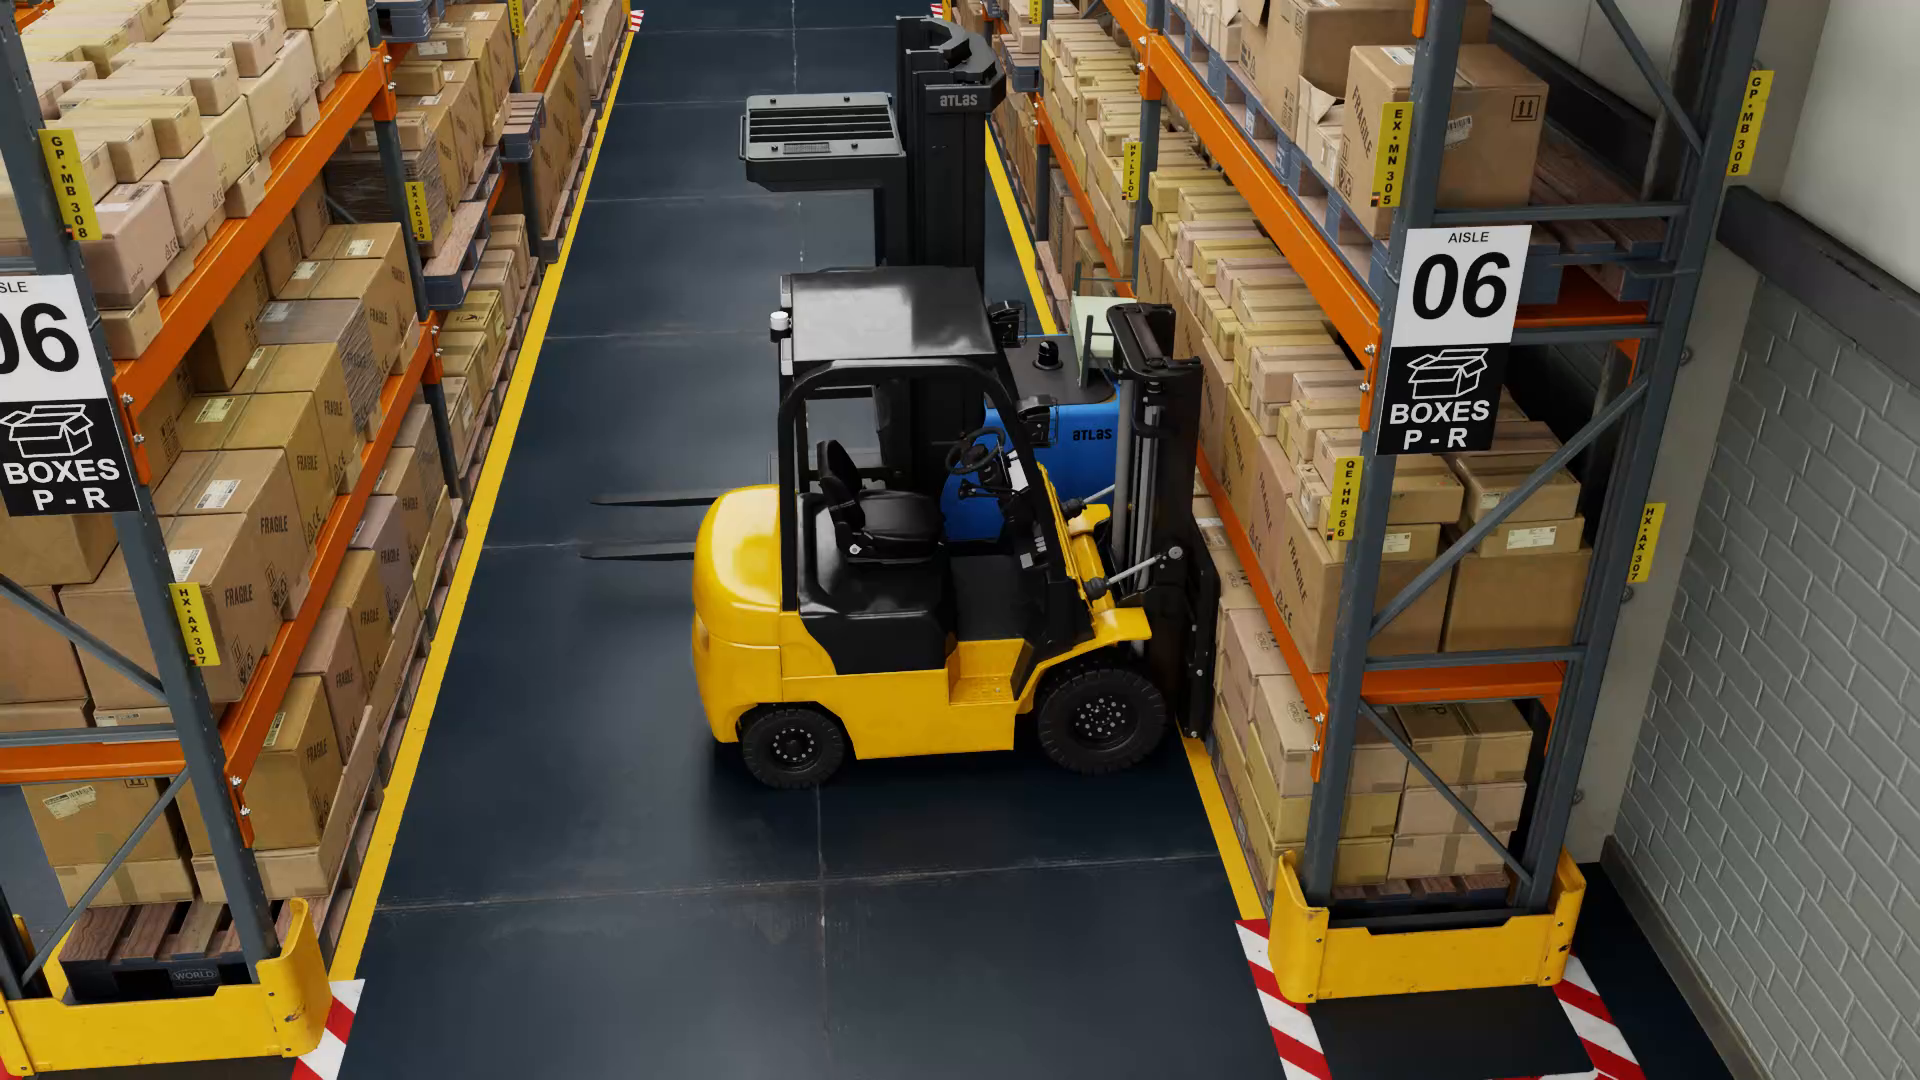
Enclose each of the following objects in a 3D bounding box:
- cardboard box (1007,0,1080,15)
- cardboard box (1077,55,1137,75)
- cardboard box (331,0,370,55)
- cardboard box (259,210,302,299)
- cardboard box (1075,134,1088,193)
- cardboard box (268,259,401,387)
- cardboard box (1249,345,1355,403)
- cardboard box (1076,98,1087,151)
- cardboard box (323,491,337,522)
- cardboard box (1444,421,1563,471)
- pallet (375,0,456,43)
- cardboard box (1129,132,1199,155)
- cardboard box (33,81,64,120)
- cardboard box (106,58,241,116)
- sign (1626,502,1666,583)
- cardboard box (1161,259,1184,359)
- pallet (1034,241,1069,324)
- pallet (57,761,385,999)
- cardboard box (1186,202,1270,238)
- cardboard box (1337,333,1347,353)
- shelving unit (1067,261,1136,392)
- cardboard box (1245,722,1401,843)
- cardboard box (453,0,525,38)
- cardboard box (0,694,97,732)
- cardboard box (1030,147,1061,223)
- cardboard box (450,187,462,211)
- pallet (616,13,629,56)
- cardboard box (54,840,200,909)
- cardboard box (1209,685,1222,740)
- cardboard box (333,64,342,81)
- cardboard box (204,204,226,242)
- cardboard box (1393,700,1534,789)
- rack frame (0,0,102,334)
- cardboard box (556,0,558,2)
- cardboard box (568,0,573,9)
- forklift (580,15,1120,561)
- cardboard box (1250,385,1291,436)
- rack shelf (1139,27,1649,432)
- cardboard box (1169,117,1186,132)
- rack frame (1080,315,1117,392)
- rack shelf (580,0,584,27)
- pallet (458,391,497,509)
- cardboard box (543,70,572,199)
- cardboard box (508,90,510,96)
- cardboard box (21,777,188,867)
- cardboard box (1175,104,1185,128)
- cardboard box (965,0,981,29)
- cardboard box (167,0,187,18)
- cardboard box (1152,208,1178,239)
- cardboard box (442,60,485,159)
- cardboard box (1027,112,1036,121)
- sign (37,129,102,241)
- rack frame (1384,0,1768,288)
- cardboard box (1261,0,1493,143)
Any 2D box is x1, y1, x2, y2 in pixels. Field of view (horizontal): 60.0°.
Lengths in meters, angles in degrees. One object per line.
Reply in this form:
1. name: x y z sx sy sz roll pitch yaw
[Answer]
1. cardboard box: 0.779 -4.694 14.174 0.797 0.503 0.637 -3 31 -6
2. cardboard box: 1.018 -3.263 11.559 0.380 0.149 0.250 -2 31 -4
3. cardboard box: -3.142 -2.501 7.943 0.500 0.250 0.500 -3 31 -5
4. cardboard box: -3.601 -1.466 7.917 0.700 0.500 0.500 -3 31 -4
5. cardboard box: 1.058 -2.558 11.253 0.500 0.250 0.500 -2 31 -3
6. cardboard box: -3.108 -1.056 8.206 0.500 0.500 0.500 -2 31 -3
7. cardboard box: 1.431 -0.697 6.973 0.380 0.149 0.250 -2 31 -3
8. cardboard box: 1.064 -2.773 11.127 0.500 0.250 0.500 -2 31 -4
9. cardboard box: -3.001 -0.194 7.395 0.380 0.149 0.250 -4 31 -6
10. cardboard box: 2.082 -0.330 6.358 0.380 0.149 0.250 -2 31 -3
11. pallet: -3.404 -2.890 8.922 1.213 0.211 1.003 -3 31 -5
12. cardboard box: 1.224 -2.346 10.023 0.380 0.149 0.250 -3 31 -5
13. cardboard box: -3.420 -1.522 5.915 0.380 0.149 0.250 -3 31 -5
14. cardboard box: -2.921 -1.684 6.186 0.380 0.149 0.250 -2 31 -3
15. sign: 2.416 0.010 5.886 0.100 0.325 0.005 -3 31 -5
16. cardboard box: 1.336 -1.141 8.639 0.500 0.500 0.500 -2 31 -4
17. pallet: 1.154 -2.025 12.936 1.003 0.211 1.213 -3 31 -5
18. pallet: -3.126 1.421 7.165 1.003 0.211 1.213 -3 31 -5
19. cardboard box: 1.371 -1.616 8.510 0.380 0.149 0.250 -3 31 -6
20. cardboard box: 1.920 -0.985 7.745 0.380 0.149 0.250 -4 31 -6
21. shelving unit: 0.826 -0.739 9.497 0.431 1.500 0.755 2 32 -3
22. cardboard box: 1.507 0.992 6.949 0.500 0.250 0.500 -3 31 -5
23. cardboard box: -3.628 -4.141 12.685 0.500 0.500 0.500 -4 31 -6
24. cardboard box: -3.326 0.607 6.055 0.380 0.149 0.250 -2 31 -3
25. cardboard box: 0.862 -2.958 13.805 0.500 0.500 0.500 -2 31 -3
26. cardboard box: -3.289 -2.135 10.235 0.380 0.149 0.250 -2 31 -4
27. pallet: -4.421 -5.888 19.402 1.003 0.211 1.213 -3 31 -5
28. cardboard box: -3.424 1.267 6.975 0.500 0.250 0.500 -3 31 -5
29. cardboard box: 1.430 0.705 7.917 0.500 0.250 0.500 -2 31 -4
30. cardboard box: -3.183 -2.263 7.934 0.380 0.149 0.250 -2 31 -4
31. cardboard box: -2.967 -1.213 6.176 0.380 0.149 0.250 -4 31 -6
32. cardboard box: 2.007 0.756 6.856 0.500 0.250 0.500 -3 31 -5
33. rack frame: -3.078 -1.896 4.150 1.000 3.000 0.127 -3 31 -5
34. cardboard box: -3.808 -4.865 14.629 0.500 0.250 0.500 -2 31 -3
35. cardboard box: -3.907 -5.166 15.620 0.500 0.250 0.500 -3 31 -6
36. forklift: -0.621 -1.225 8.943 3.031 2.935 1.130 -3 31 -5
37. cardboard box: 1.451 -0.571 7.051 0.380 0.149 0.250 -4 31 -6
38. rack shelf: 1.676 -1.560 7.214 1.077 0.370 4.000 -3 31 -5
39. cardboard box: 1.624 -2.544 10.743 0.500 0.250 0.500 -3 31 -6
40. rack frame: 0.834 -0.544 9.187 0.400 1.500 0.023 2 32 -3
41. rack shelf: -4.386 -6.160 17.839 1.077 0.370 4.000 -3 31 -5
42. pallet: -3.526 -0.563 10.487 1.003 0.211 1.213 -3 31 -5
43. cardboard box: -3.887 -3.485 14.323 0.875 0.875 0.875 -2 31 -4
44. cardboard box: -3.464 -3.188 11.998 0.380 0.149 0.250 -2 31 -4
45. cardboard box: -3.413 0.961 6.757 0.500 0.500 0.500 -3 31 -4
46. cardboard box: 1.604 -2.767 10.728 0.380 0.149 0.250 -3 31 -5
47. cardboard box: 0.322 -5.807 18.575 0.500 0.500 0.500 -2 31 -4
48. cardboard box: -3.679 -2.442 7.456 0.380 0.149 0.250 -4 31 -6
49. cardboard box: 1.258 -1.749 9.023 0.380 0.149 0.250 -3 31 -5
50. cardboard box: -3.349 -2.737 10.611 0.500 0.500 0.500 -4 31 -7
51. cardboard box: 0.781 -3.545 14.156 0.380 0.149 0.250 -4 31 -6
52. sign: -2.538 -1.010 4.738 0.100 0.325 0.005 -3 31 -5
53. rack frame: 1.863 -2.136 4.551 1.000 3.000 0.127 -3 31 -5
54. cardboard box: 1.583 -1.856 6.403 0.700 0.500 0.500 -3 31 -4
